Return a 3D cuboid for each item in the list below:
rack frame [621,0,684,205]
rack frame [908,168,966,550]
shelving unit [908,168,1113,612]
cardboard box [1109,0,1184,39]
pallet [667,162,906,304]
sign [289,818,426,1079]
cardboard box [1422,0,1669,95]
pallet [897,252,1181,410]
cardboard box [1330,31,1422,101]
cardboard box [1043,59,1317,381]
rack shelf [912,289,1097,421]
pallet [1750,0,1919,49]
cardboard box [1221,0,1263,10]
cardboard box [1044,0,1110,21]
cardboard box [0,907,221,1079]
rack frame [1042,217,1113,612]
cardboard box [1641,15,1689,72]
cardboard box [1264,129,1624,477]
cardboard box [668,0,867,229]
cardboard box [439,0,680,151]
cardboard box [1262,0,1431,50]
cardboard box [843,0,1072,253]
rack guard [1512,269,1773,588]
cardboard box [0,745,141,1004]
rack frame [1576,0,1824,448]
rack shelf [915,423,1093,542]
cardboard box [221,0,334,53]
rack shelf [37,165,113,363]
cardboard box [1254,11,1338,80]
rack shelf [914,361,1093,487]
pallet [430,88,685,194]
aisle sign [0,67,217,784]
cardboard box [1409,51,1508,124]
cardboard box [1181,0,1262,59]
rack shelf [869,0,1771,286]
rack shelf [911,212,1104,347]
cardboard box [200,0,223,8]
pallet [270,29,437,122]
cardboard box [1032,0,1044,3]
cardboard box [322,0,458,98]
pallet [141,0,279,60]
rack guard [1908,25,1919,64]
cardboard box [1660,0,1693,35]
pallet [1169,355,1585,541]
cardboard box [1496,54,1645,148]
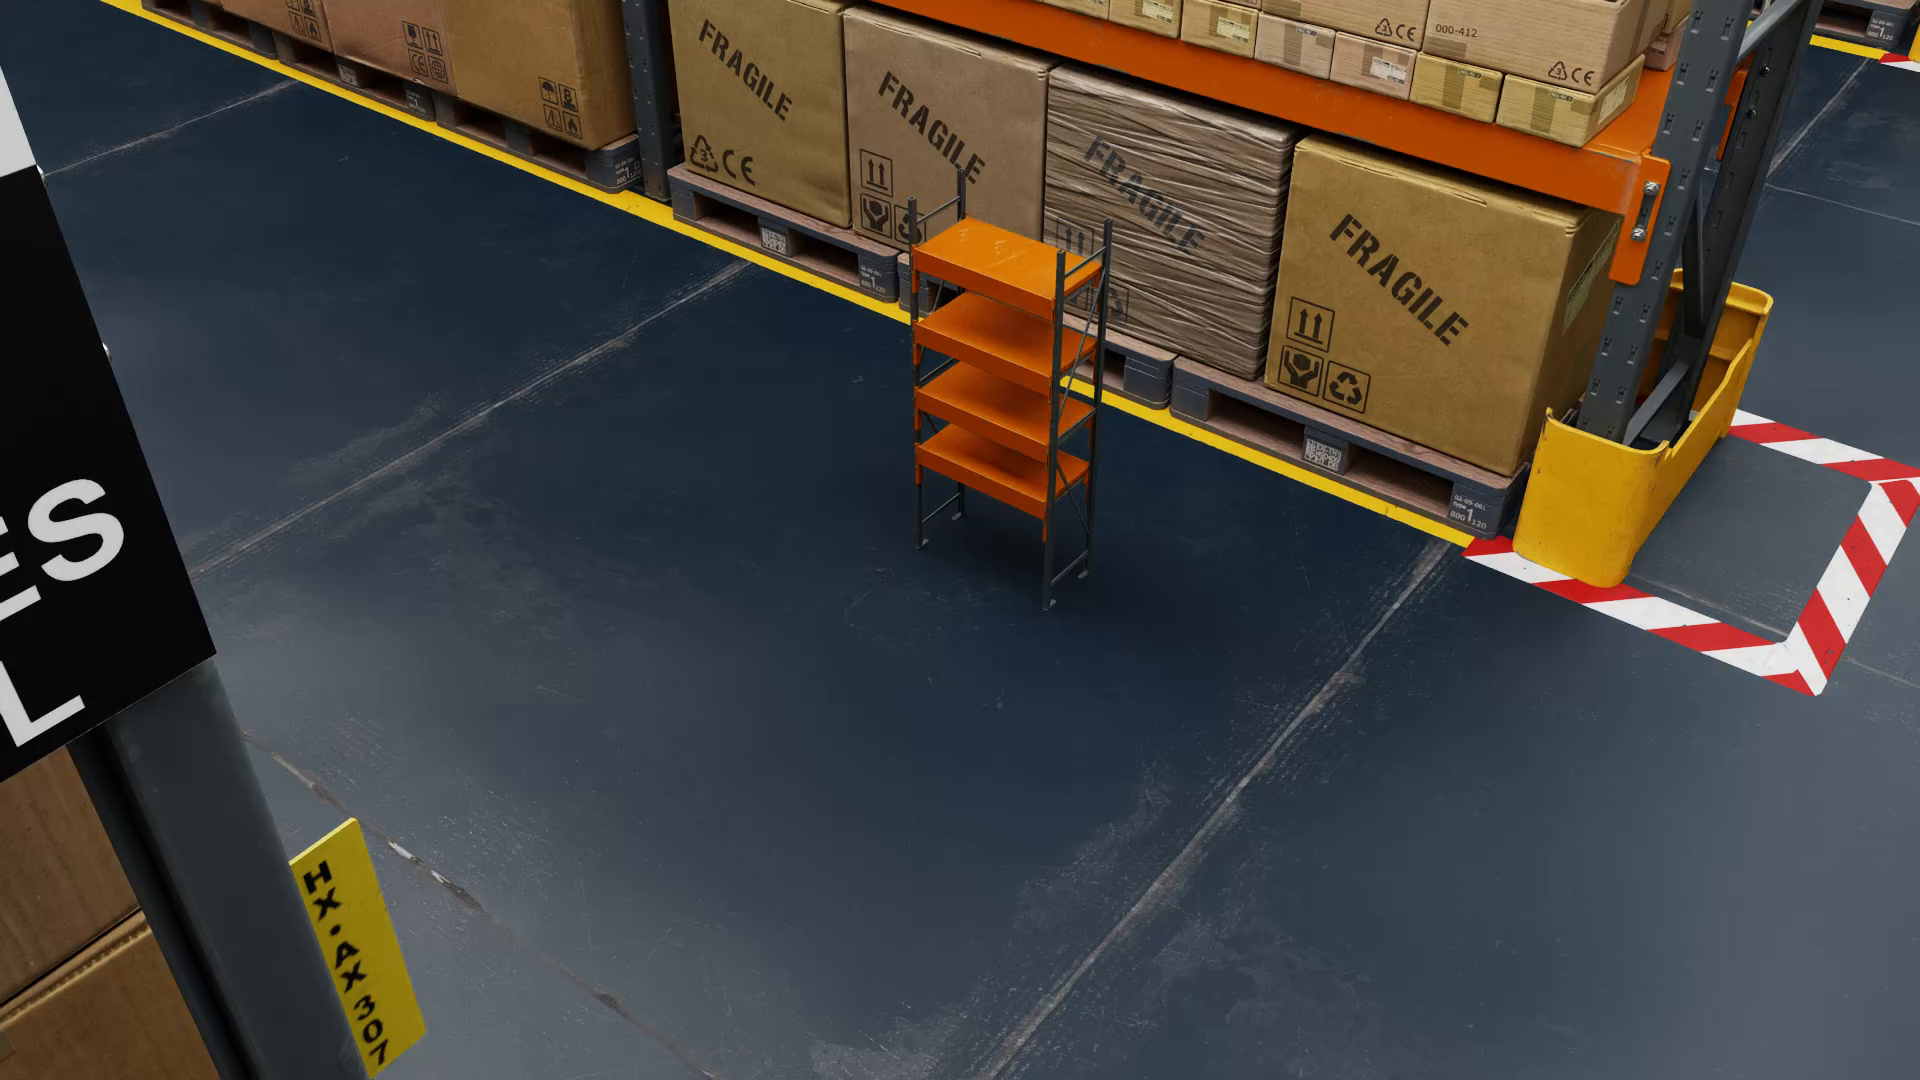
[{"bbox_3d":[-0.998,-2.876,6.490,0.127,3.000,1.000,25,45,29],"label":"rack frame"},{"bbox_3d":[-0.062,-0.502,4.918,0.015,1.200,0.240,25,45,29],"label":"rack frame"},{"bbox_3d":[0.131,-0.410,4.801,0.503,1.200,0.258,25,45,29],"label":"shelving unit"},{"bbox_3d":[0.677,-1.729,5.229,0.250,0.149,0.380,25,45,29],"label":"cardboard box"},{"bbox_3d":[-0.442,-1.454,6.937,1.213,0.211,1.003,25,45,29],"label":"pallet"},{"bbox_3d":[-0.585,0.407,1.595,0.005,0.325,0.100,25,45,29],"label":"sign"},{"bbox_3d":[1.633,-1.487,4.597,0.500,0.250,0.500,25,44,28],"label":"cardboard box"},{"bbox_3d":[0.531,-0.998,6.353,1.213,0.211,1.003,25,45,29],"label":"pallet"},{"bbox_3d":[1.289,-1.442,4.863,0.250,0.149,0.380,25,45,29],"label":"cardboard box"},{"bbox_3d":[0.899,-1.248,5.793,0.875,0.875,0.875,25,45,29],"label":"cardboard box"},{"bbox_3d":[0.131,-0.534,4.705,0.480,0.148,0.258,25,45,29],"label":"rack shelf"},{"bbox_3d":[4.556,-3.033,8.952,1.213,0.211,1.003,25,45,29],"label":"pallet"},{"bbox_3d":[0.826,-1.868,5.083,0.500,0.250,0.500,24,44,27],"label":"cardboard box"},{"bbox_3d":[0.482,-1.823,5.349,0.250,0.149,0.380,26,45,29],"label":"cardboard box"},{"bbox_3d":[-1.103,0.553,1.787,0.500,0.500,0.500,27,46,31],"label":"cardboard box"},{"bbox_3d":[0.325,-0.319,4.684,0.015,1.200,0.240,25,45,29],"label":"rack frame"},{"bbox_3d":[2.097,-1.573,5.030,0.250,0.149,0.380,26,45,29],"label":"cardboard box"},{"bbox_3d":[1.622,-0.907,5.358,0.875,0.875,0.875,25,45,29],"label":"cardboard box"},{"bbox_3d":[-0.523,-1.918,6.649,0.875,0.875,0.875,25,45,29],"label":"cardboard box"},{"bbox_3d":[-1.519,-2.434,7.309,0.875,0.875,1.225,25,45,29],"label":"cardboard box"},{"bbox_3d":[1.230,-1.677,4.840,0.500,0.250,0.500,24,44,28],"label":"cardboard box"},{"bbox_3d":[0.192,-1.581,6.219,0.875,0.875,0.875,25,45,29],"label":"cardboard box"},{"bbox_3d":[2.198,-0.384,5.335,0.348,0.500,1.175,25,45,29],"label":"rack guard"},{"bbox_3d":[-1.110,0.165,1.473,0.500,0.500,0.500,25,44,28],"label":"cardboard box"},{"bbox_3d":[2.179,-1.377,4.576,0.127,3.000,1.000,25,45,29],"label":"rack frame"},{"bbox_3d":[0.131,-0.201,4.965,0.480,0.148,0.258,25,45,29],"label":"rack shelf"},{"bbox_3d":[-2.937,-3.096,8.154,0.875,0.875,1.225,25,45,29],"label":"cardboard box"},{"bbox_3d":[-2.503,-0.634,1.776,4.000,0.370,1.077,25,45,29],"label":"rack shelf"},{"bbox_3d":[1.091,-1.536,4.983,0.250,0.149,0.380,26,45,29],"label":"cardboard box"},{"bbox_3d":[0.131,-0.357,4.842,0.480,0.148,0.258,25,45,29],"label":"rack shelf"},{"bbox_3d":[-1.657,-2.030,7.671,1.213,0.211,1.003,25,45,29],"label":"pallet"},{"bbox_3d":[-0.674,-0.130,0.874,0.004,0.787,0.394,25,45,29],"label":"aisle sign"},{"bbox_3d":[1.488,-1.347,4.741,0.250,0.149,0.380,26,45,29],"label":"cardboard box"},{"bbox_3d":[0.884,-1.633,5.106,0.250,0.149,0.380,24,44,28],"label":"cardboard box"},{"bbox_3d":[0.590,-1.843,5.755,4.000,0.370,1.077,25,45,29],"label":"rack shelf"},{"bbox_3d":[0.131,-0.720,4.559,0.480,0.148,0.258,25,45,29],"label":"rack shelf"},{"bbox_3d":[-3.640,-3.434,8.585,0.875,0.875,1.225,23,44,27],"label":"cardboard box"},{"bbox_3d":[-2.630,-2.486,8.254,1.213,0.211,1.003,25,45,29],"label":"pallet"},{"bbox_3d":[0.274,-1.920,5.473,0.250,0.149,0.380,24,44,27],"label":"cardboard box"},{"bbox_3d":[-2.229,-2.768,7.736,0.875,0.875,1.225,24,44,27],"label":"cardboard box"},{"bbox_3d":[-3.595,-2.944,8.838,1.213,0.211,1.003,25,45,29],"label":"pallet"},{"bbox_3d":[5.215,-2.816,8.441,0.348,0.500,1.175,25,45,29],"label":"rack guard"},{"bbox_3d":[1.962,-1.748,4.929,0.500,0.250,0.500,24,44,27],"label":"cardboard box"},{"bbox_3d":[1.496,-0.541,5.769,1.213,0.211,1.003,25,45,29],"label":"pallet"},{"bbox_3d":[1.696,-1.251,4.618,0.250,0.149,0.380,26,45,29],"label":"cardboard box"}]
